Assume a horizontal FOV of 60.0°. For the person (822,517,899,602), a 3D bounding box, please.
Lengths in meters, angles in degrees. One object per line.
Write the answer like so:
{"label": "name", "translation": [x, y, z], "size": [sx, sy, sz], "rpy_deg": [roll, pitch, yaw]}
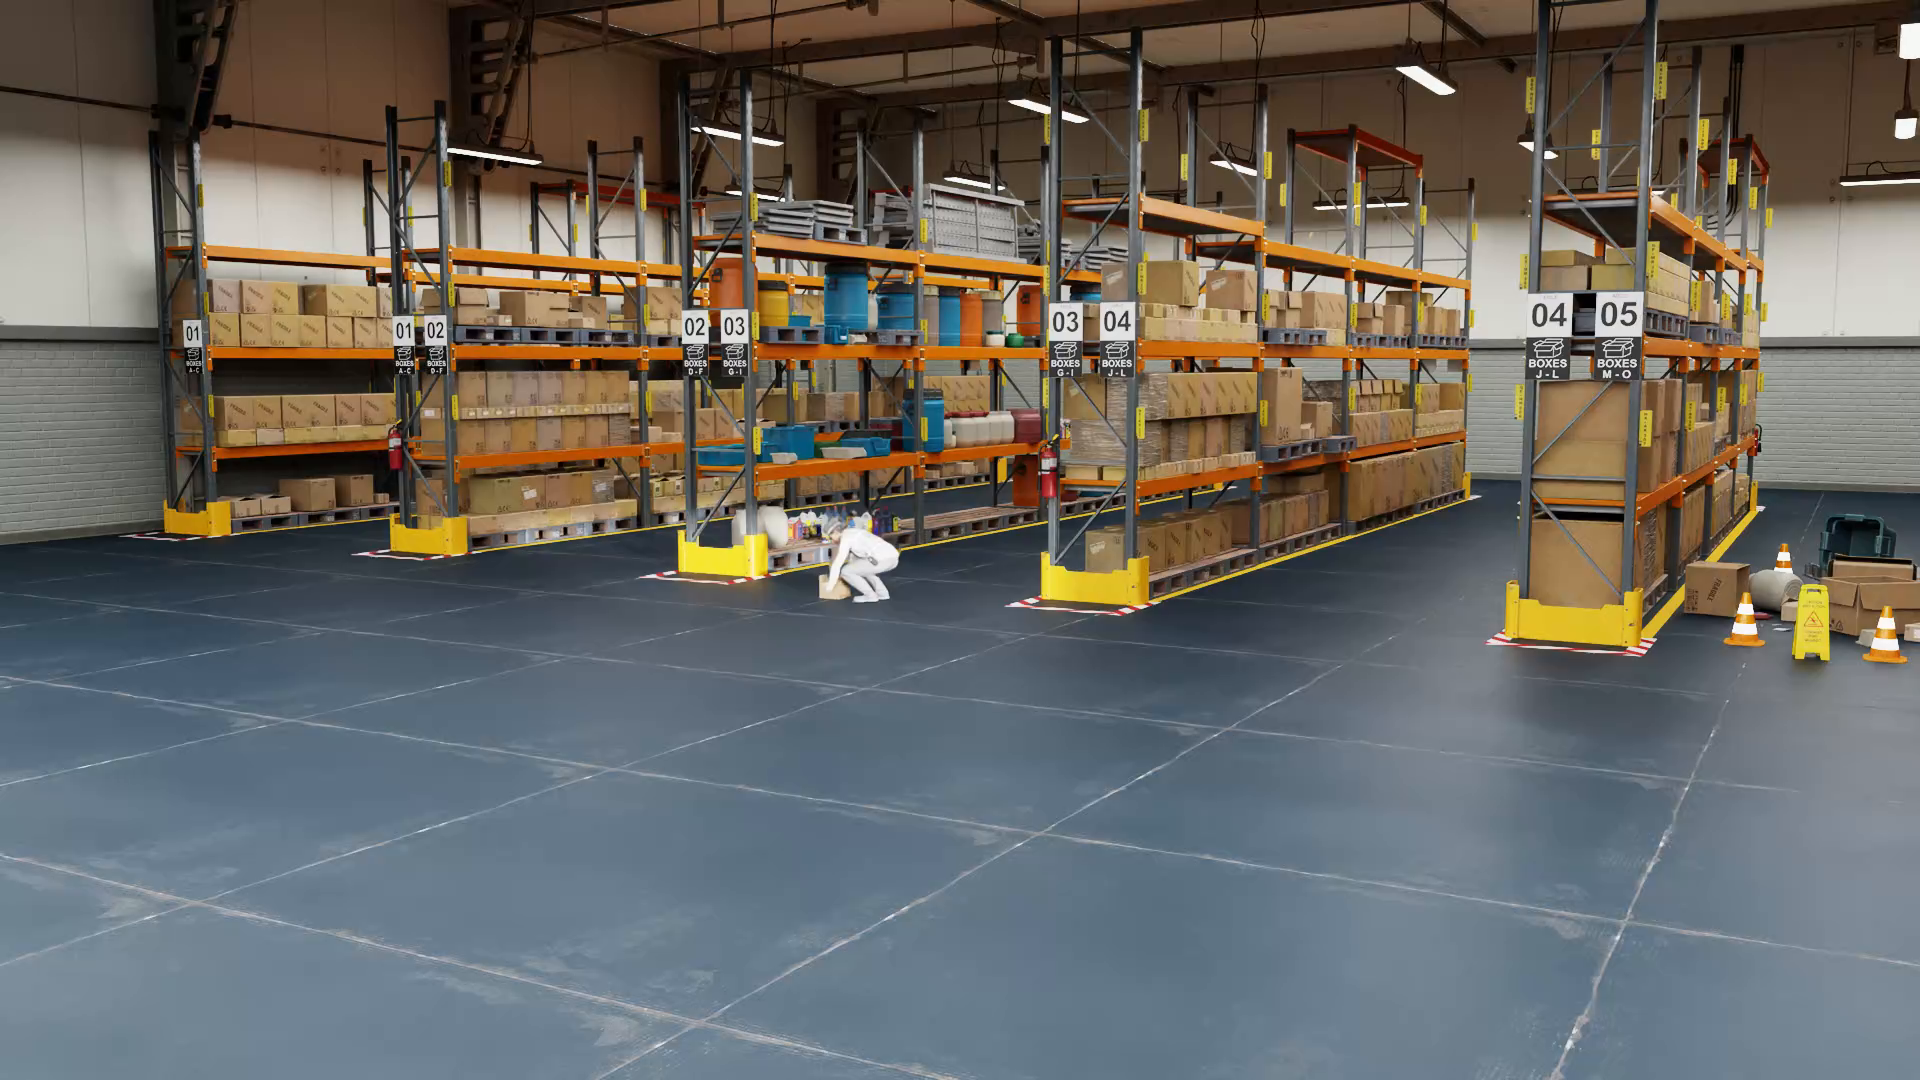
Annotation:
{"label": "person", "translation": [-1.090, 0.210, 18.060], "size": [0.856, 0.898, 0.485], "rpy_deg": [3, 7, 28]}
